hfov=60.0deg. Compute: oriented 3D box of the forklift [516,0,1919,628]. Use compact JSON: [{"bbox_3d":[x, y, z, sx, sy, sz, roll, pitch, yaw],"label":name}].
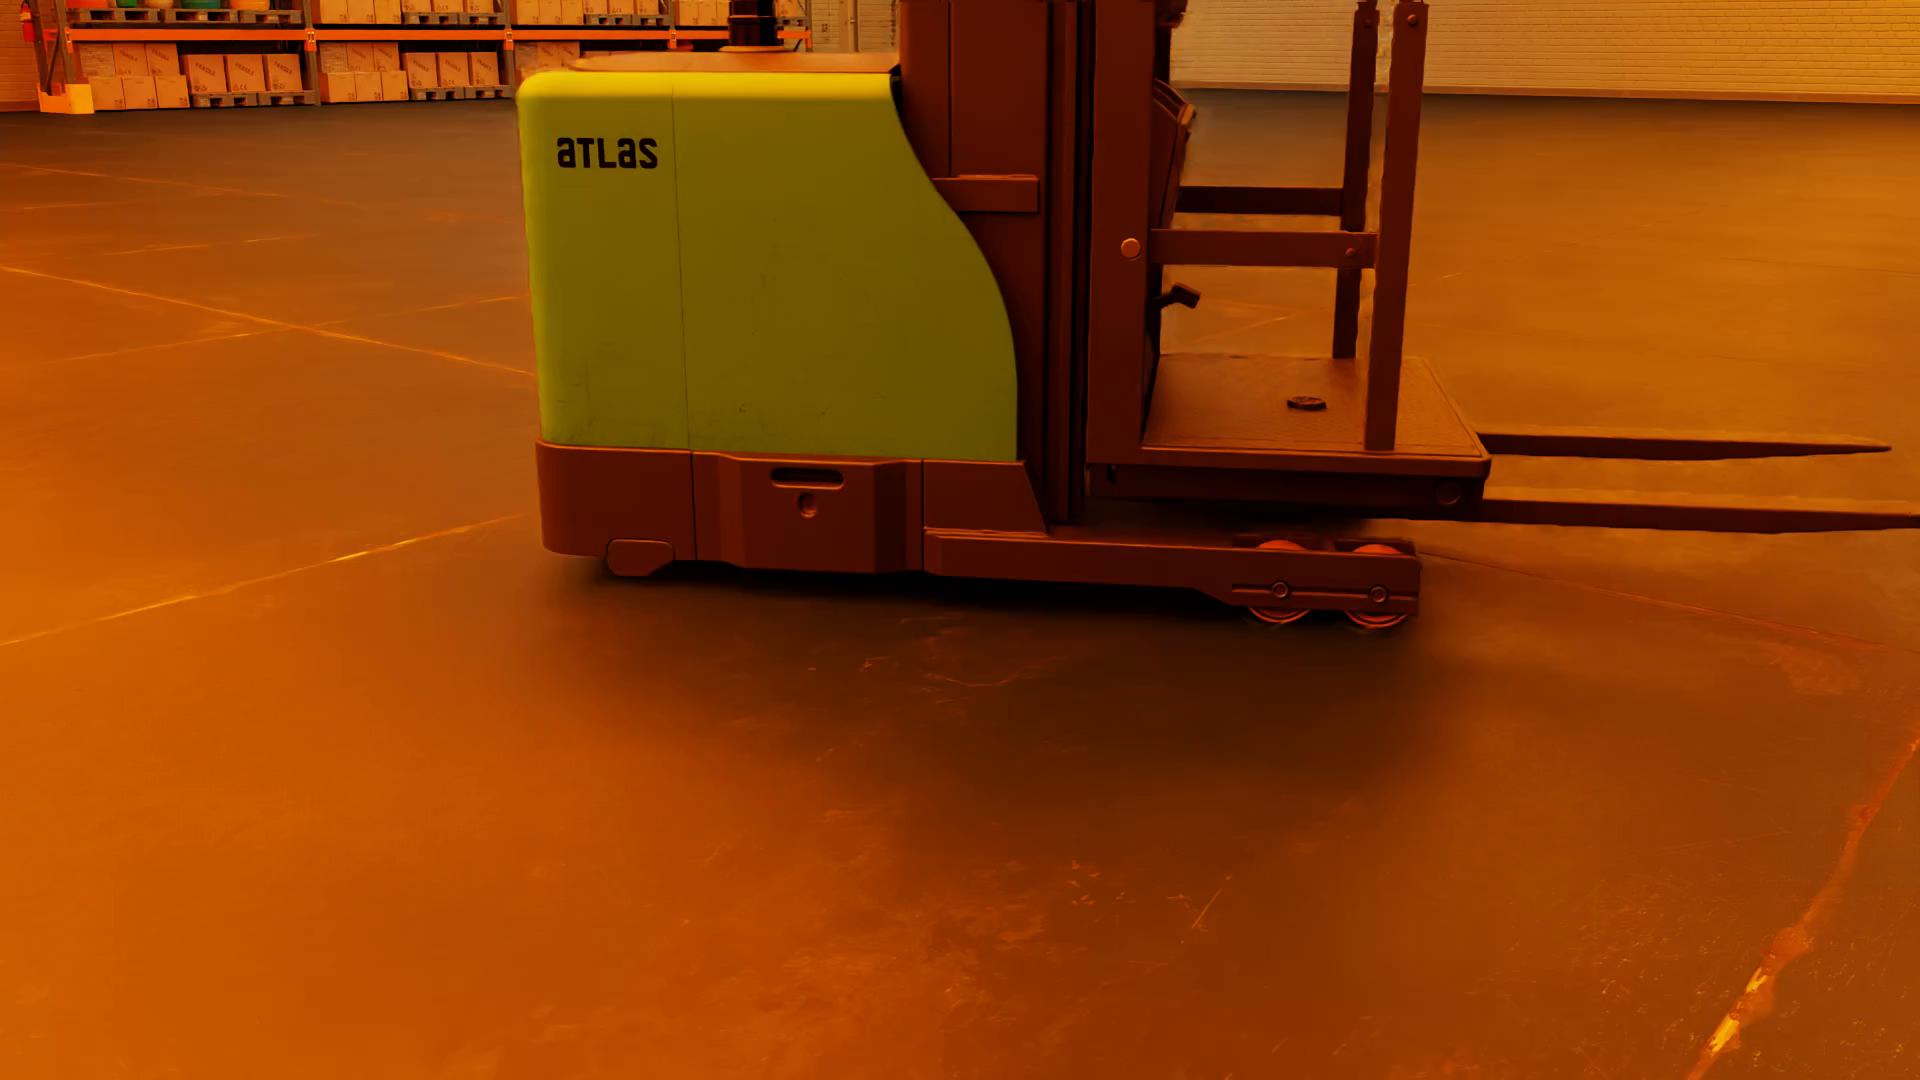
[{"bbox_3d":[0.639,-1.390,3.475,3.031,2.935,1.130,2,17,8],"label":"forklift"}]
